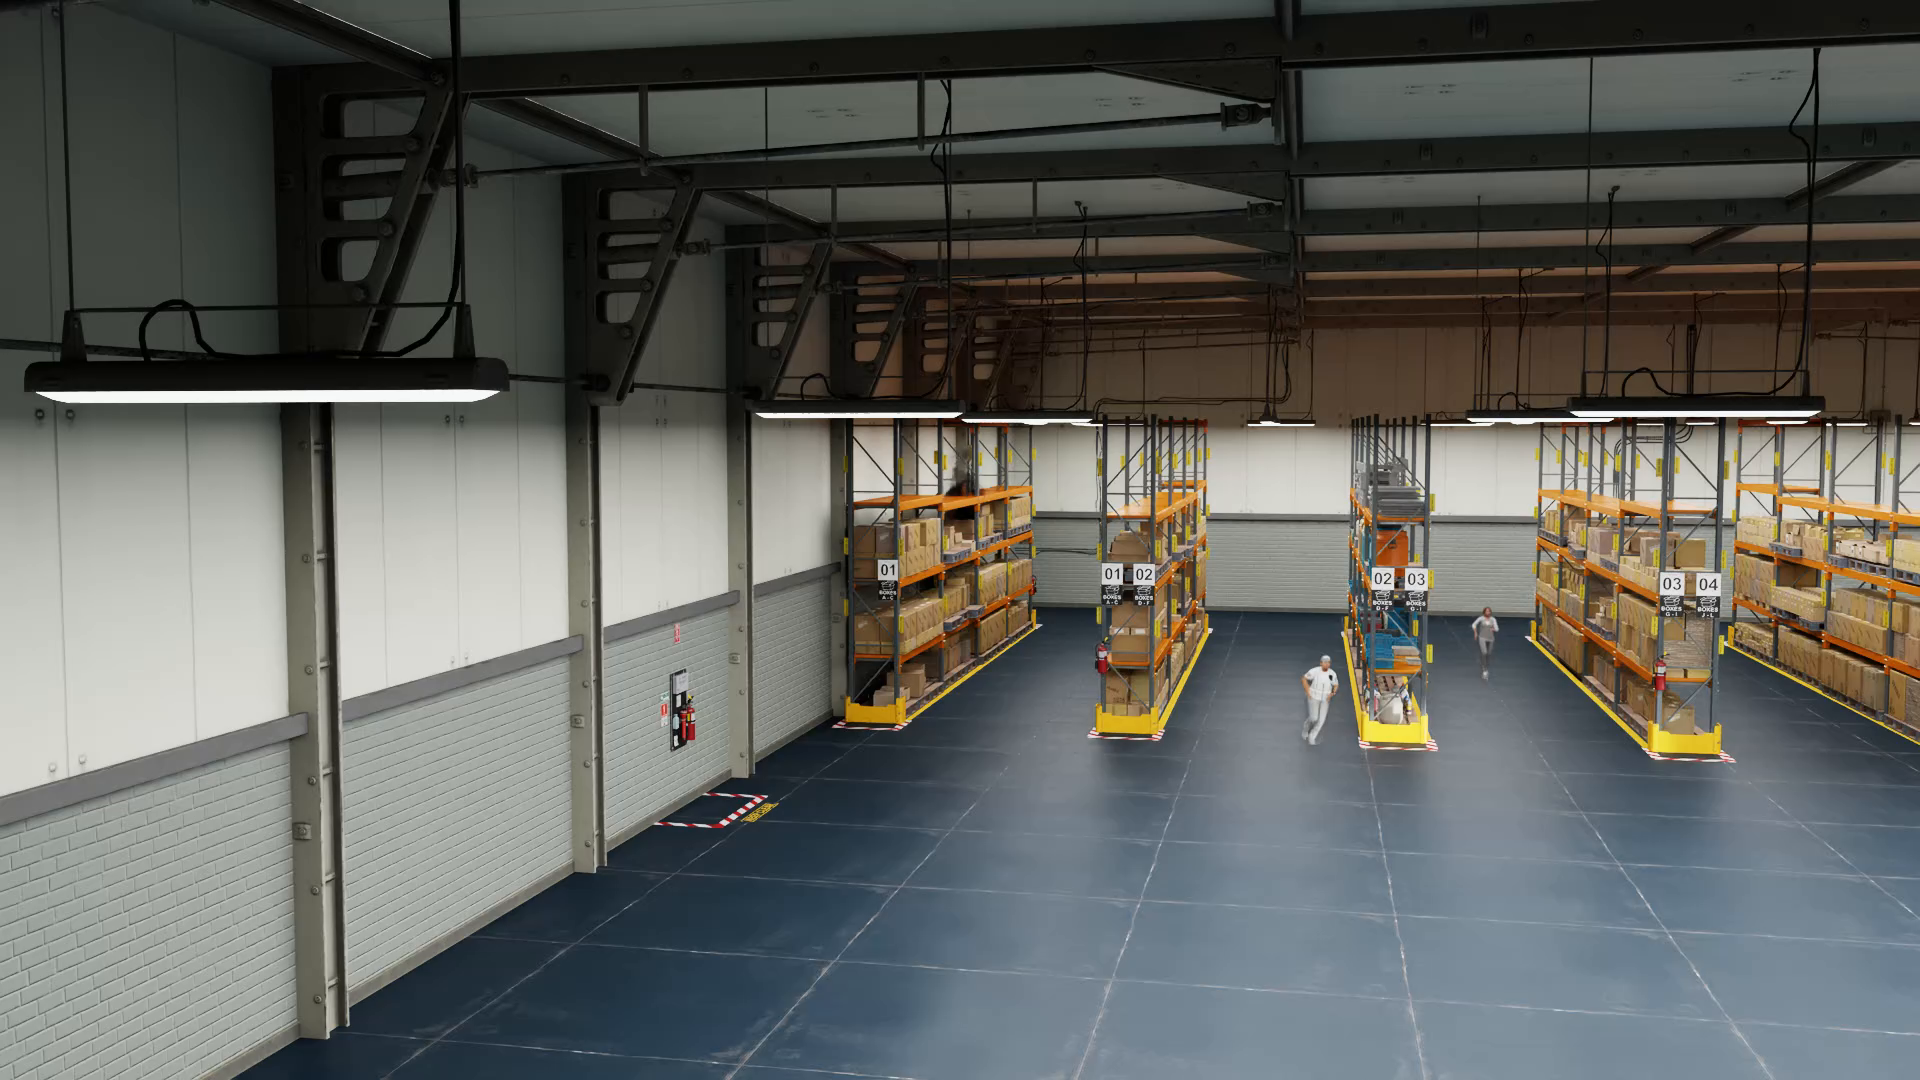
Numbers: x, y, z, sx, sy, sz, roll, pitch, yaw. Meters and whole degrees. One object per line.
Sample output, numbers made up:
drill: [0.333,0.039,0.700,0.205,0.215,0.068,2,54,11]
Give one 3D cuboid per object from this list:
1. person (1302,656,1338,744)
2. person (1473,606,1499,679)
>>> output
person: [6.583,2.913,30.289,0.616,1.625,0.503,0,4,-4]
person: [12.168,2.353,38.474,0.514,1.642,0.743,0,4,1]
